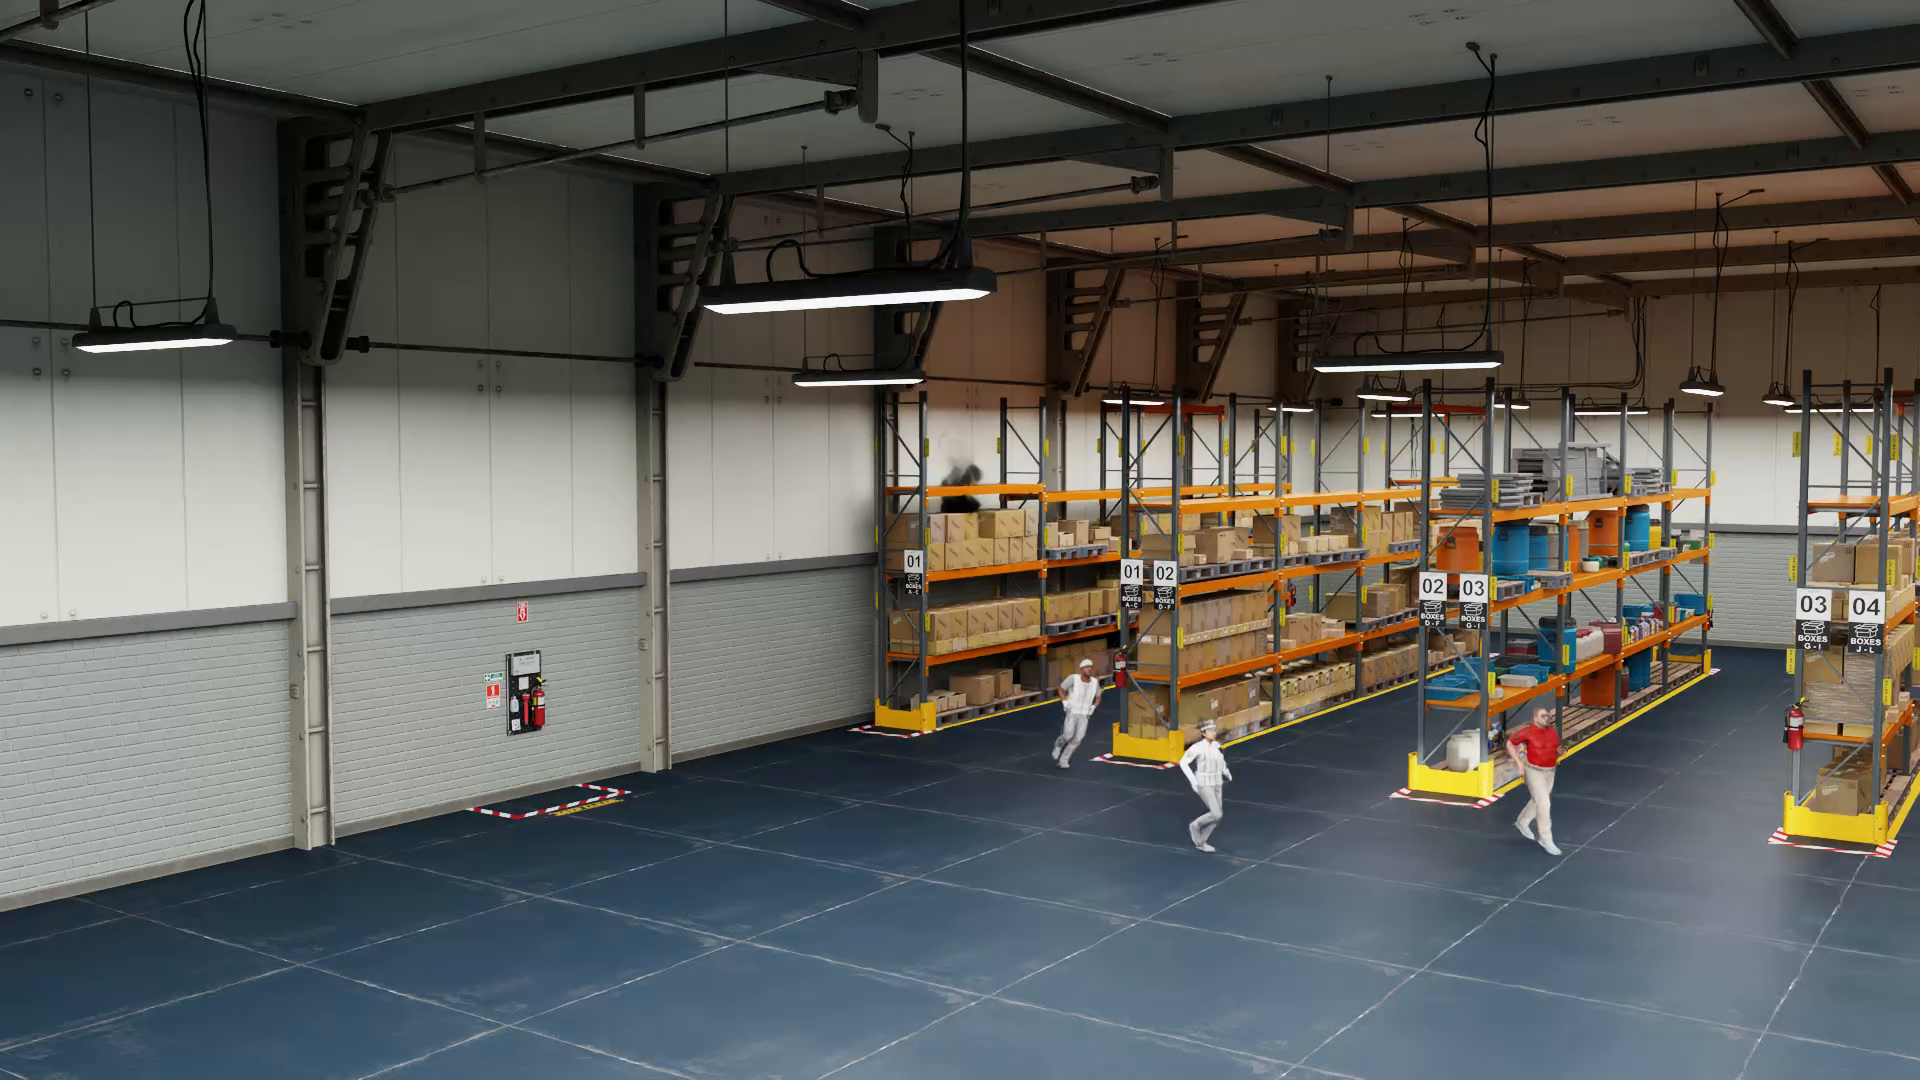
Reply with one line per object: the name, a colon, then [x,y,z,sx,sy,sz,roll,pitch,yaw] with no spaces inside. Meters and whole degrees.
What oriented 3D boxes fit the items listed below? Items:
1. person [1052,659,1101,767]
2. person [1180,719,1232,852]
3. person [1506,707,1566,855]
person: [1.862,2.707,26.118,0.736,1.687,0.611,-1,3,-13]
person: [3.103,3.033,20.515,0.614,1.651,0.547,-2,4,-37]
person: [7.250,2.975,20.823,0.649,1.773,0.889,-2,4,-28]
